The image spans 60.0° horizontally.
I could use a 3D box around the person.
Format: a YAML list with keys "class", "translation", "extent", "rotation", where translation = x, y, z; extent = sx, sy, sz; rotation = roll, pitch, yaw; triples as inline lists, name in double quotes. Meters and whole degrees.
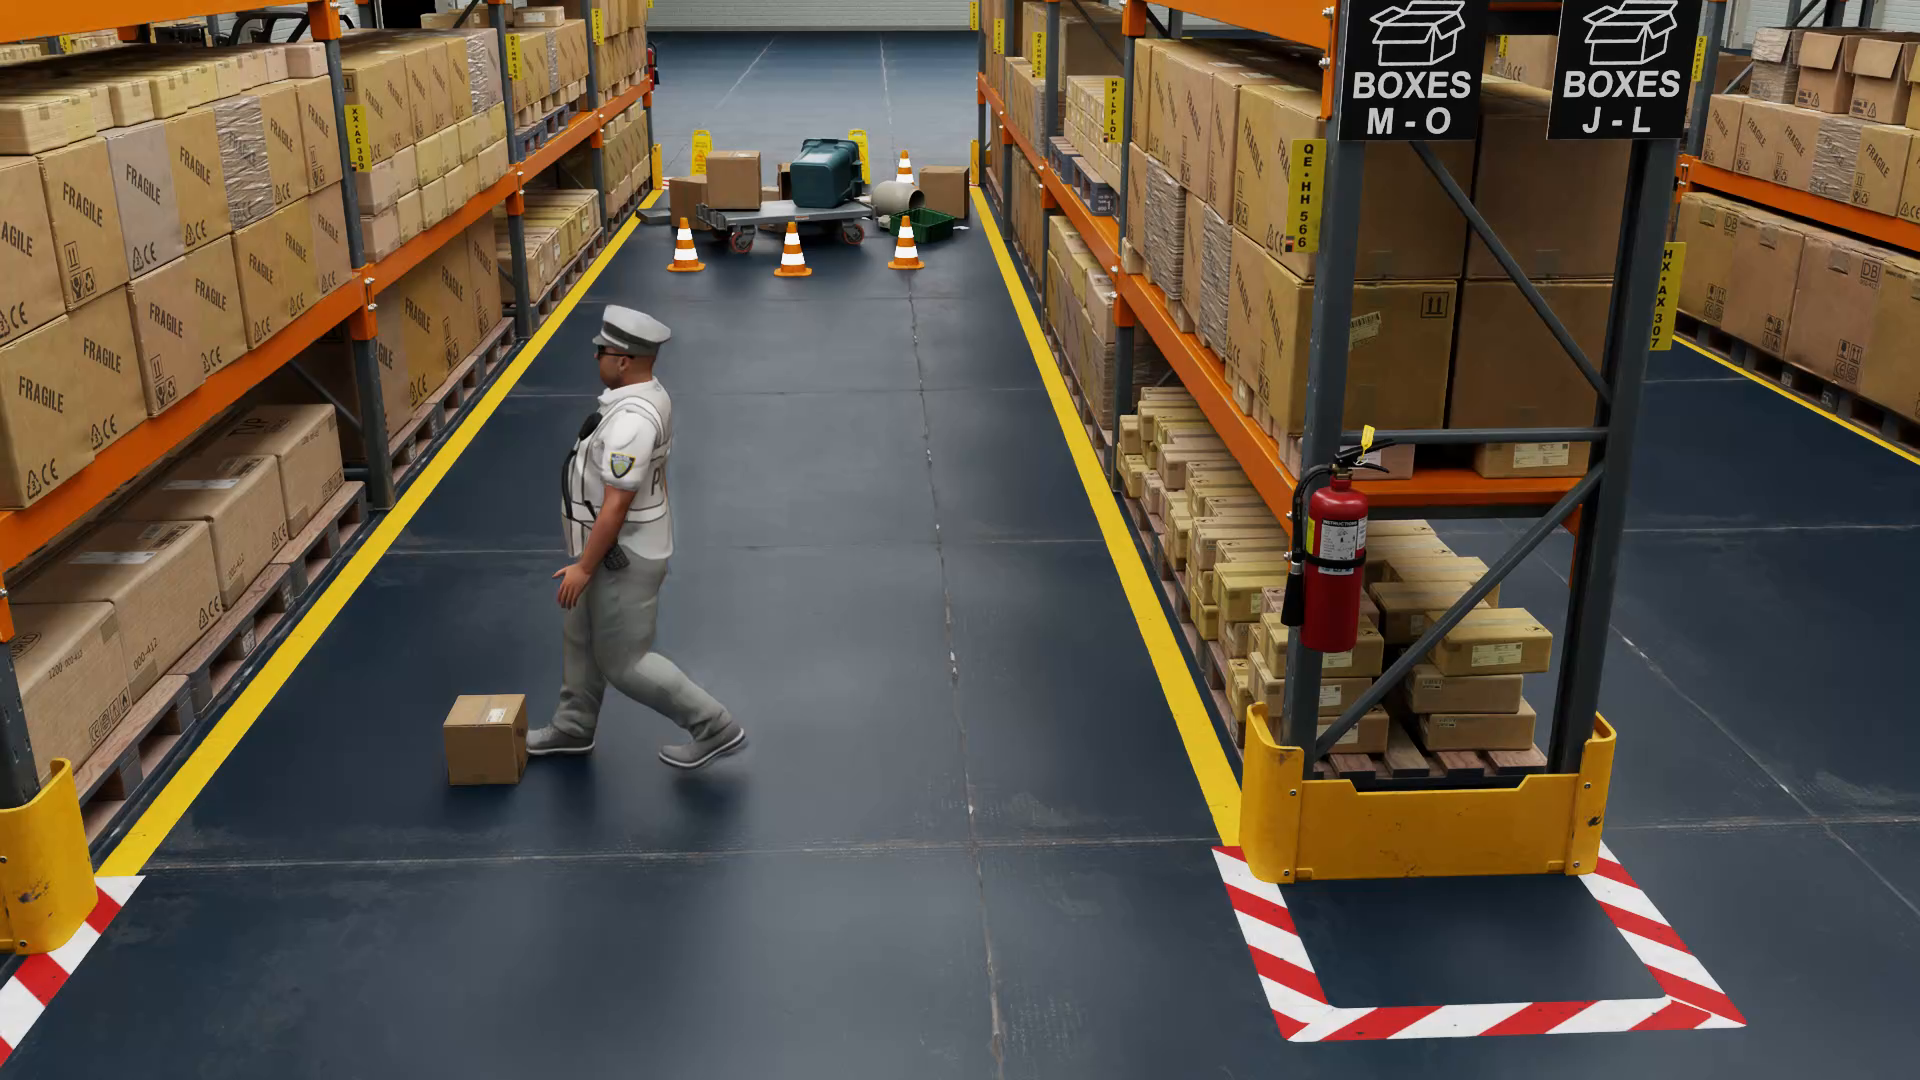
- class: "person"
  translation: [-1.268, 0.022, 5.972]
  extent: [0.886, 1.736, 0.534]
  rotation: [-3, 20, -7]
